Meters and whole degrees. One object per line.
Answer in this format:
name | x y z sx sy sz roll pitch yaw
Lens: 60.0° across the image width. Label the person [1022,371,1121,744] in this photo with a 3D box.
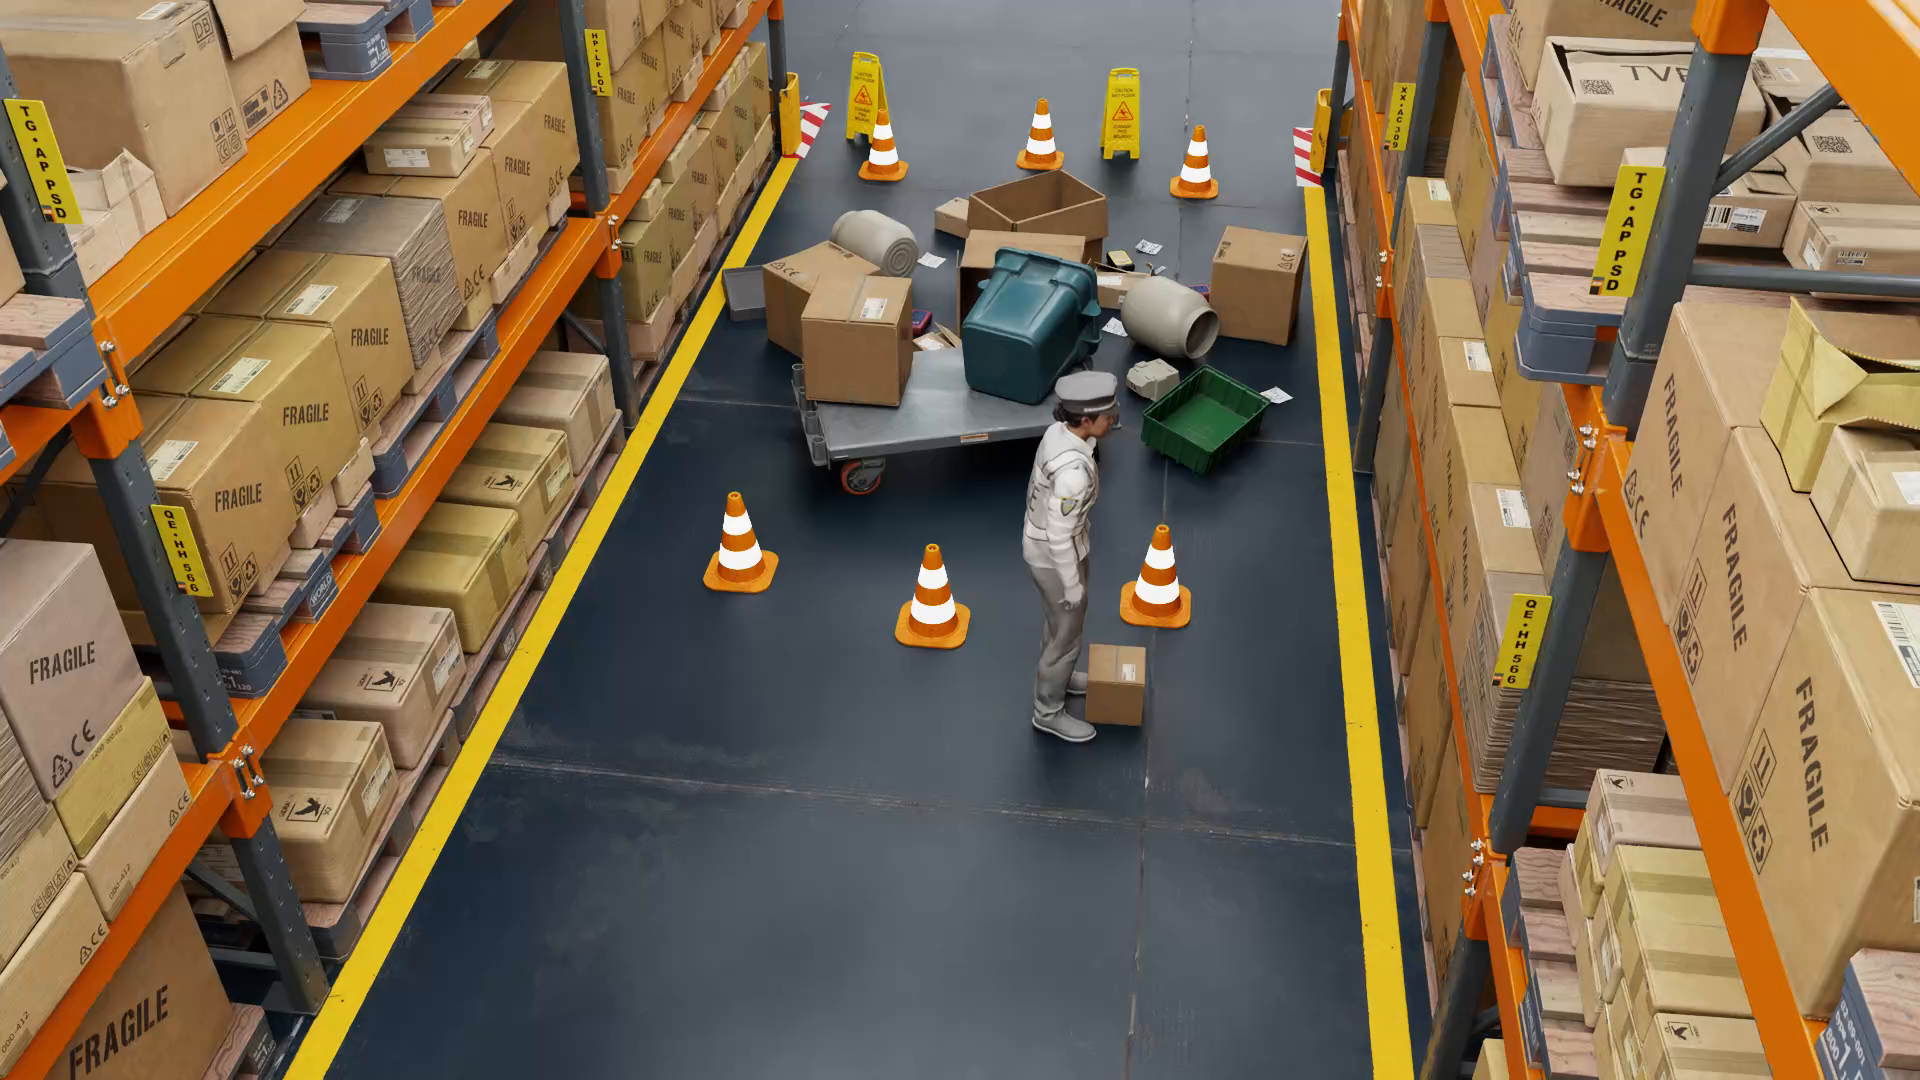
person | 0.445 0.056 6.959 0.374 1.662 0.539 2 36 3
